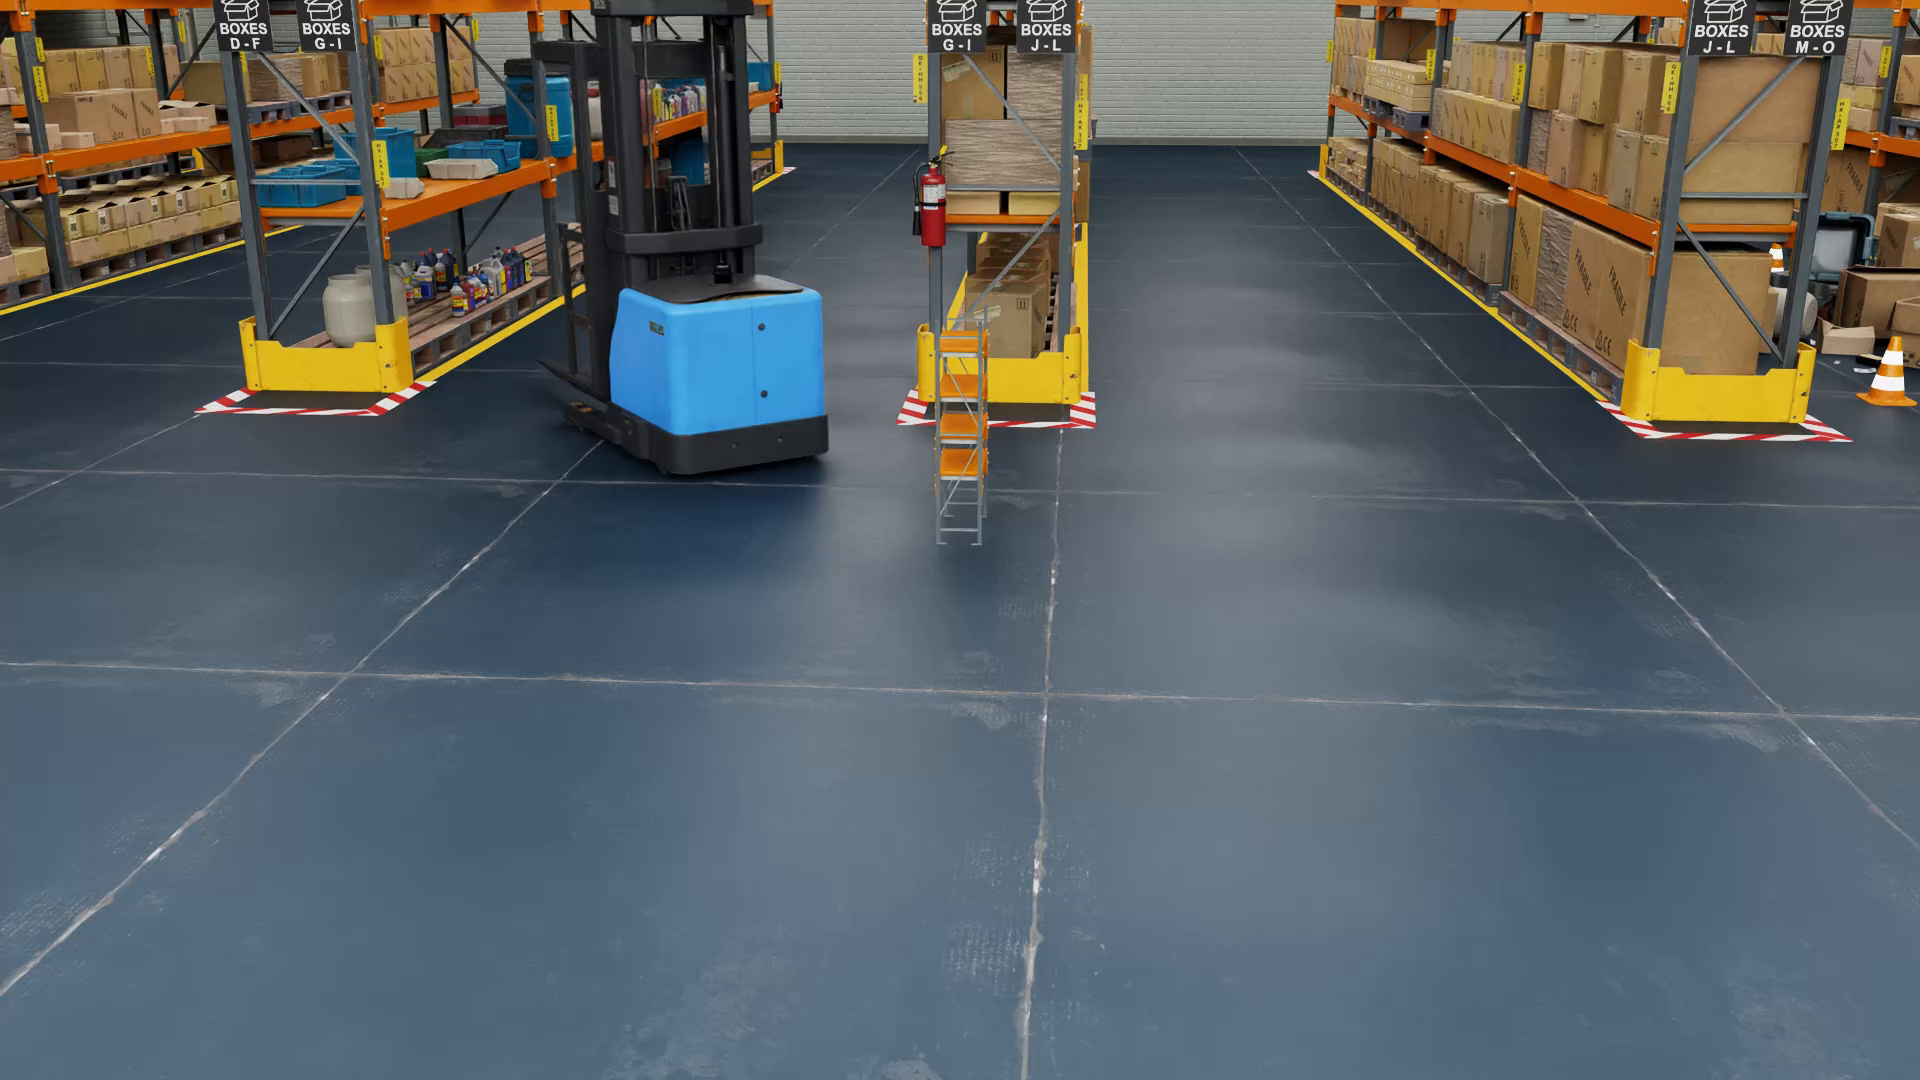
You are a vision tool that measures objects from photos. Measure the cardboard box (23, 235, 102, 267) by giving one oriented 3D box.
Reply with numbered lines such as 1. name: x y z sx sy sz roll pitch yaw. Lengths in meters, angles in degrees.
1. cardboard box: -9.035 -2.916 16.747 0.500 0.250 0.500 1 18 3

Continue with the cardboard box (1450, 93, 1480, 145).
1. cardboard box: 5.425 -4.381 17.315 0.500 0.500 0.500 1 18 4

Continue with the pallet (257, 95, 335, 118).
1. pallet: -8.889 -5.659 21.684 1.003 0.211 1.213 1 18 4

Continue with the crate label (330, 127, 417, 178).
1. crate label: -4.795 -3.144 13.644 0.502 0.435 0.616 1 18 4

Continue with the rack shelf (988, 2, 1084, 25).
1. rack shelf: 0.713 -5.386 16.881 1.077 0.370 4.000 1 18 4

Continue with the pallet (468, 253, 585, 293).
1. pallet: -4.353 -2.712 16.859 1.003 0.211 1.213 1 18 4

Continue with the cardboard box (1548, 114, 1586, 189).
1. cardboard box: 5.322 -3.159 13.506 0.875 0.550 0.550 1 18 4

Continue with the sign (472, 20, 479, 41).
1. sign: -7.899 -8.312 27.107 0.100 0.325 0.005 1 18 4

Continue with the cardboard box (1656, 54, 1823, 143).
1. cardboard box: 5.288 -2.996 11.273 0.875 0.550 0.550 1 18 4

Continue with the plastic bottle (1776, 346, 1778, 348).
1. plastic bottle: 6.800 -1.552 13.561 0.283 0.061 0.133 -5 19 -15

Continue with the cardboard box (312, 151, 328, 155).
1. cardboard box: -9.042 -5.099 22.974 0.500 0.500 0.500 2 18 5

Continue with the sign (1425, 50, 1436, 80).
1. sign: 5.254 -5.303 18.558 0.100 0.325 0.005 1 18 4

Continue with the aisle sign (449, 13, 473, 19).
1. aisle sign: -8.140 -8.880 27.032 0.394 0.787 0.004 1 18 4

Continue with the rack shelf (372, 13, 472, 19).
1. rack shelf: -8.594 -8.093 25.142 1.077 0.370 4.000 1 18 4

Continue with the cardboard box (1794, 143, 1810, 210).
1. cardboard box: 11.006 -4.660 21.064 0.875 0.875 0.875 2 18 6

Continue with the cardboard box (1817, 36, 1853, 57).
1. cardboard box: 10.631 -5.862 20.230 0.500 0.500 0.500 1 18 3

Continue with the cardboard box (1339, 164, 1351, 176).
1. cardboard box: 5.909 -5.561 24.982 0.380 0.149 0.250 0 18 1

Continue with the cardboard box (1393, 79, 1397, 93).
1. cardboard box: 5.450 -5.486 20.101 0.380 0.149 0.250 1 18 4

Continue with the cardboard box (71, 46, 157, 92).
1. cardboard box: -13.460 -7.498 26.506 0.980 0.700 0.700 1 18 3

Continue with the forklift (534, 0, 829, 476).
1. forklift: -2.036 -2.183 10.878 1.130 2.935 3.031 -11 21 -31

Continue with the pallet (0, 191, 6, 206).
1. pallet: -13.744 -4.551 22.474 1.003 0.211 1.213 1 18 4

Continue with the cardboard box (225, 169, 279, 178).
1. cardboard box: -8.707 -4.302 20.543 0.500 0.500 0.500 2 18 6

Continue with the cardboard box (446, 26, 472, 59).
1. cardboard box: -8.208 -8.009 26.781 0.500 0.500 0.500 1 18 3

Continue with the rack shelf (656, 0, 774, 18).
1. rack shelf: -3.654 -7.981 24.801 1.077 0.370 4.000 1 18 4

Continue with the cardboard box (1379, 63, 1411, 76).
1. cardboard box: 5.523 -5.951 21.042 0.380 0.149 0.250 1 18 3

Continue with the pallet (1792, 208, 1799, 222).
1. pallet: 10.963 -3.998 20.786 1.003 0.211 1.213 1 18 4

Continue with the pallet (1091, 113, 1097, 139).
1. pallet: 0.912 -4.609 18.479 1.213 0.211 1.003 1 18 4

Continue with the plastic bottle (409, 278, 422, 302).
1. plastic bottle: -4.776 -2.192 14.584 0.097 0.201 0.097 0 18 0

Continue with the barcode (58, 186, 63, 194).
1. barcode: -8.877 -3.451 16.404 0.001 0.075 0.075 1 18 4

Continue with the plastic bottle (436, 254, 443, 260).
1. plastic bottle: -4.827 -2.516 15.453 0.152 0.276 0.135 2 18 6

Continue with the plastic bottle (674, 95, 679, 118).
1. plastic bottle: -3.612 -5.494 21.080 0.097 0.271 0.097 0 18 0

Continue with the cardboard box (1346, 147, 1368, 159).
1. cardboard box: 5.869 -5.674 24.372 0.380 0.149 0.250 1 18 2

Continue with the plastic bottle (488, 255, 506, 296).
1. plastic bottle: -4.166 -2.376 14.904 0.144 0.351 0.185 1 18 4

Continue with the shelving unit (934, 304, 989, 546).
1. shelving unit: 0.012 -0.622 8.893 0.258 1.200 0.503 1 18 4

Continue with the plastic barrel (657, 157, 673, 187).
1. plastic barrel: -3.985 -4.591 21.315 0.600 0.588 0.708 1 18 4

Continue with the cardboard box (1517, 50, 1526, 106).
1. cardboard box: 5.539 -4.216 15.207 0.700 0.500 0.500 1 18 3

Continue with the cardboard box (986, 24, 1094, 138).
1. cardboard box: 0.766 -4.410 15.925 1.000 1.000 1.000 1 18 4

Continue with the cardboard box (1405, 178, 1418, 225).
1. cardboard box: 5.583 -4.003 19.664 0.500 0.500 0.500 1 18 4

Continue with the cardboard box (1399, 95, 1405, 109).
1. cardboard box: 5.411 -5.182 19.650 0.380 0.149 0.250 2 18 5

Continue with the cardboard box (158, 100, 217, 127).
1. cardboard box: -9.094 -4.992 19.482 0.500 0.311 0.500 2 18 7

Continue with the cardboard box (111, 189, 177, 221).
1. cardboard box: -8.924 -3.663 18.126 0.500 0.311 0.500 2 18 5

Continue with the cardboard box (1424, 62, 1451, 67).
1. cardboard box: 6.210 -6.094 21.477 0.380 0.149 0.250 1 18 2

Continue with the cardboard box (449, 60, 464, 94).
1. cardboard box: -8.245 -7.372 26.443 0.500 0.500 0.500 1 18 4

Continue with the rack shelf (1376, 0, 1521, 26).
1. rack shelf: 5.940 -6.486 20.239 1.077 0.370 4.000 1 18 4

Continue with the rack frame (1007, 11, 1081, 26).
1. rack frame: 1.143 -6.166 22.923 1.000 3.000 0.127 1 18 4

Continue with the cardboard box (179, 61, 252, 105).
1. cardboard box: -9.091 -5.591 20.334 0.700 0.500 0.500 -5 19 -15

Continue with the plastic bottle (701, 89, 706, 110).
1. plastic bottle: -3.529 -5.974 22.538 0.152 0.276 0.135 1 18 4

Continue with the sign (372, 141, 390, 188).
1. sign: -4.109 -2.667 11.802 0.100 0.325 0.005 1 18 4

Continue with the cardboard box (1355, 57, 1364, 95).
1. cardboard box: 5.874 -6.531 23.398 0.500 0.500 0.500 1 18 2

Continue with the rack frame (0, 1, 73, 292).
1. rack frame: -9.311 -3.904 16.019 1.000 3.000 0.127 1 18 4

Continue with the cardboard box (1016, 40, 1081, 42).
1. cardboard box: 0.671 -3.578 12.782 0.500 0.500 0.500 1 18 4
